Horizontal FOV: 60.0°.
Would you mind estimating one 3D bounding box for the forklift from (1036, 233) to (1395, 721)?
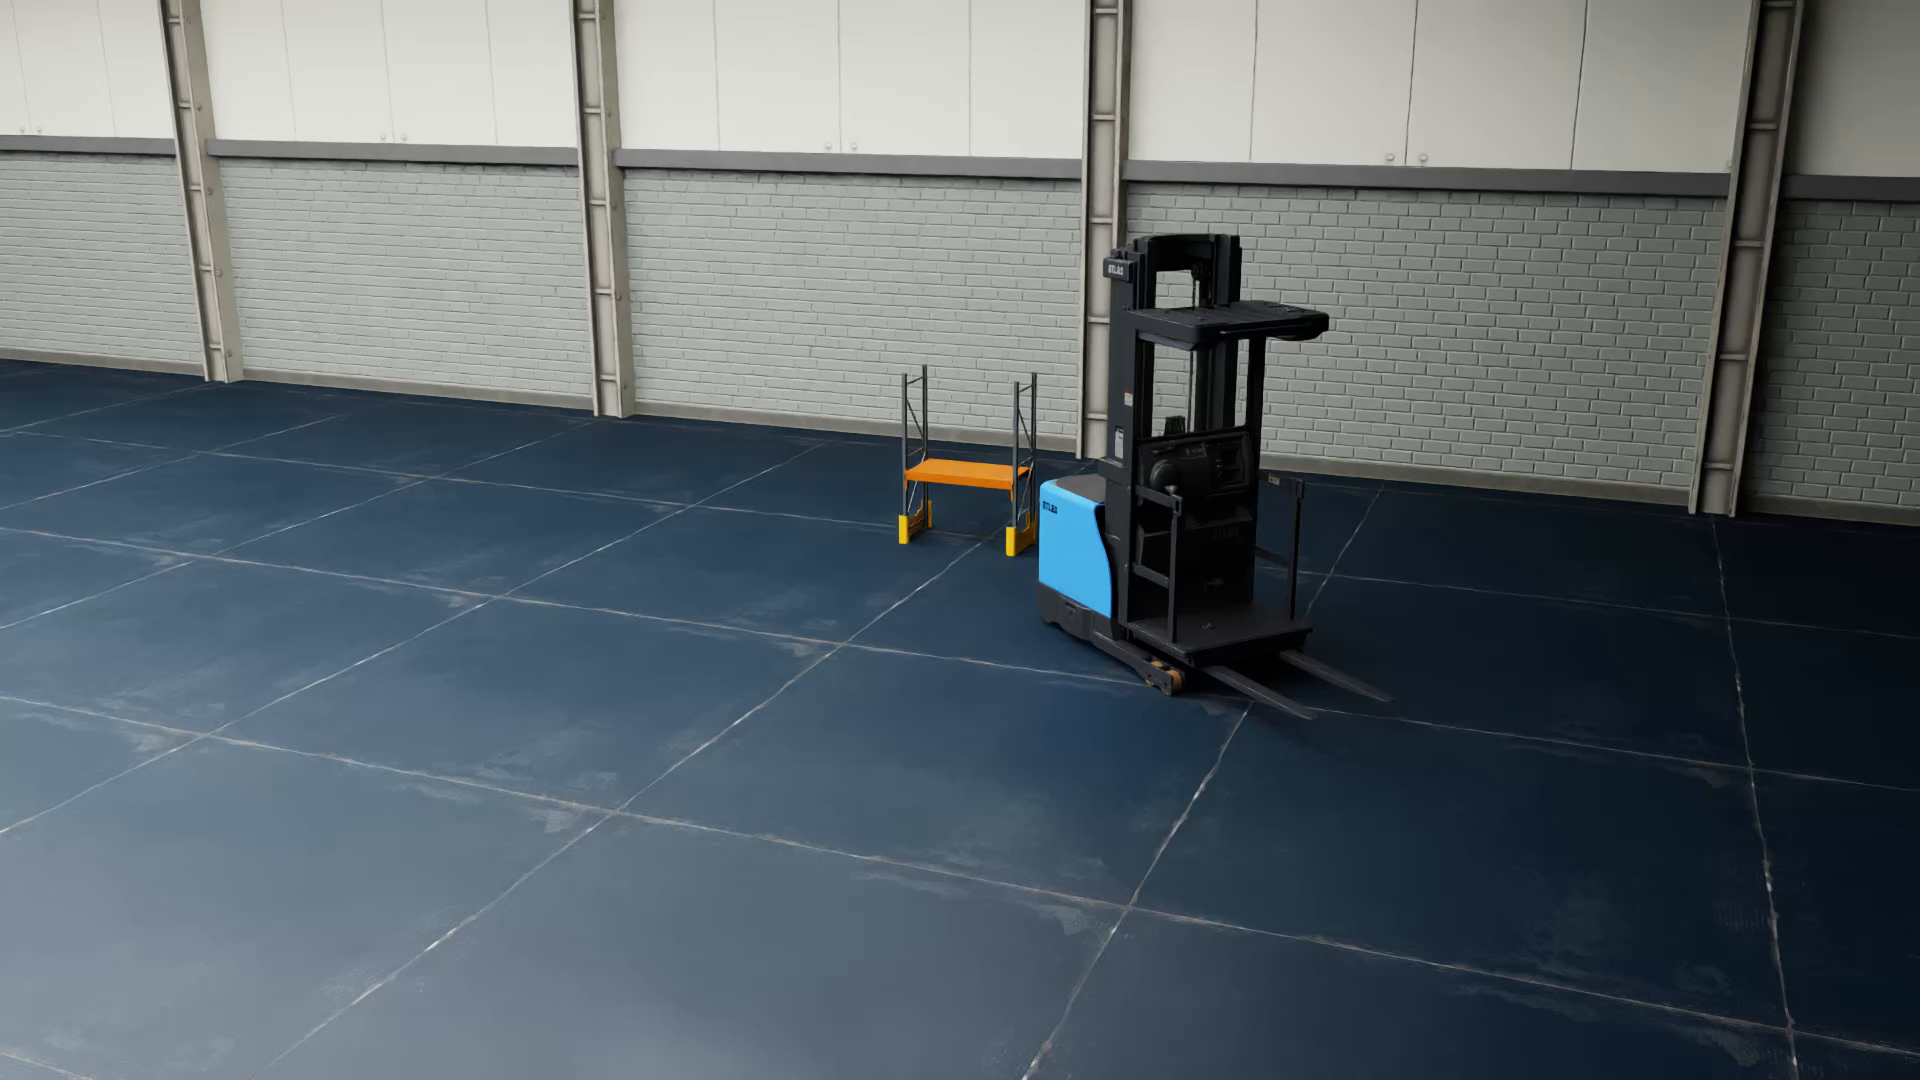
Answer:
[{"bbox_3d":[1.717,-0.516,11.193,1.130,2.935,3.031,-9,18,-27],"label":"forklift"}]

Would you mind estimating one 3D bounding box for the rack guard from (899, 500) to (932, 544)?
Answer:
[{"bbox_3d":[-0.392,-0.163,14.787,0.087,0.250,0.587,6,17,21],"label":"rack guard"}]

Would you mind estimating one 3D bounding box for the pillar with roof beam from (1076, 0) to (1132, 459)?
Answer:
[{"bbox_3d":[-0.110,-4.088,12.616,0.400,9.000,9.100,6,17,21],"label":"pillar with roof beam"}]

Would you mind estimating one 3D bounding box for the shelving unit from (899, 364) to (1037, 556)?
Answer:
[{"bbox_3d":[0.071,-0.712,14.438,1.083,1.500,0.587,6,17,21],"label":"shelving unit"}]

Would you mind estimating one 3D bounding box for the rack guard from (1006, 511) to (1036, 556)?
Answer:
[{"bbox_3d":[0.534,-0.061,14.436,0.087,0.250,0.587,6,17,21],"label":"rack guard"}]

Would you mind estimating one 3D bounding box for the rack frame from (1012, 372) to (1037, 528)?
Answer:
[{"bbox_3d":[0.552,-0.660,14.255,0.032,1.500,0.500,6,17,21],"label":"rack frame"}]

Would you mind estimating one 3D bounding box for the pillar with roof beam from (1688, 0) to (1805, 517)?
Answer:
[{"bbox_3d":[5.472,-3.475,10.502,0.400,9.000,9.100,6,17,21],"label":"pillar with roof beam"}]

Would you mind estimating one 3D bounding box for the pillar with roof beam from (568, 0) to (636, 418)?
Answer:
[{"bbox_3d":[-5.691,-4.702,14.730,0.400,9.000,9.100,6,17,21],"label":"pillar with roof beam"}]

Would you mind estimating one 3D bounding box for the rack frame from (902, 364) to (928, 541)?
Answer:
[{"bbox_3d":[-0.394,-0.764,14.614,0.032,1.500,0.500,6,17,21],"label":"rack frame"}]

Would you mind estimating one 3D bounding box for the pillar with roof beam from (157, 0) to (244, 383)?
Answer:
[{"bbox_3d":[-11.273,-5.316,16.844,0.400,9.000,9.100,6,17,21],"label":"pillar with roof beam"}]

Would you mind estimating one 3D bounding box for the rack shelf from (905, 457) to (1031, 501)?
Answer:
[{"bbox_3d":[0.079,-0.539,14.485,1.000,0.185,0.538,6,17,21],"label":"rack shelf"}]
